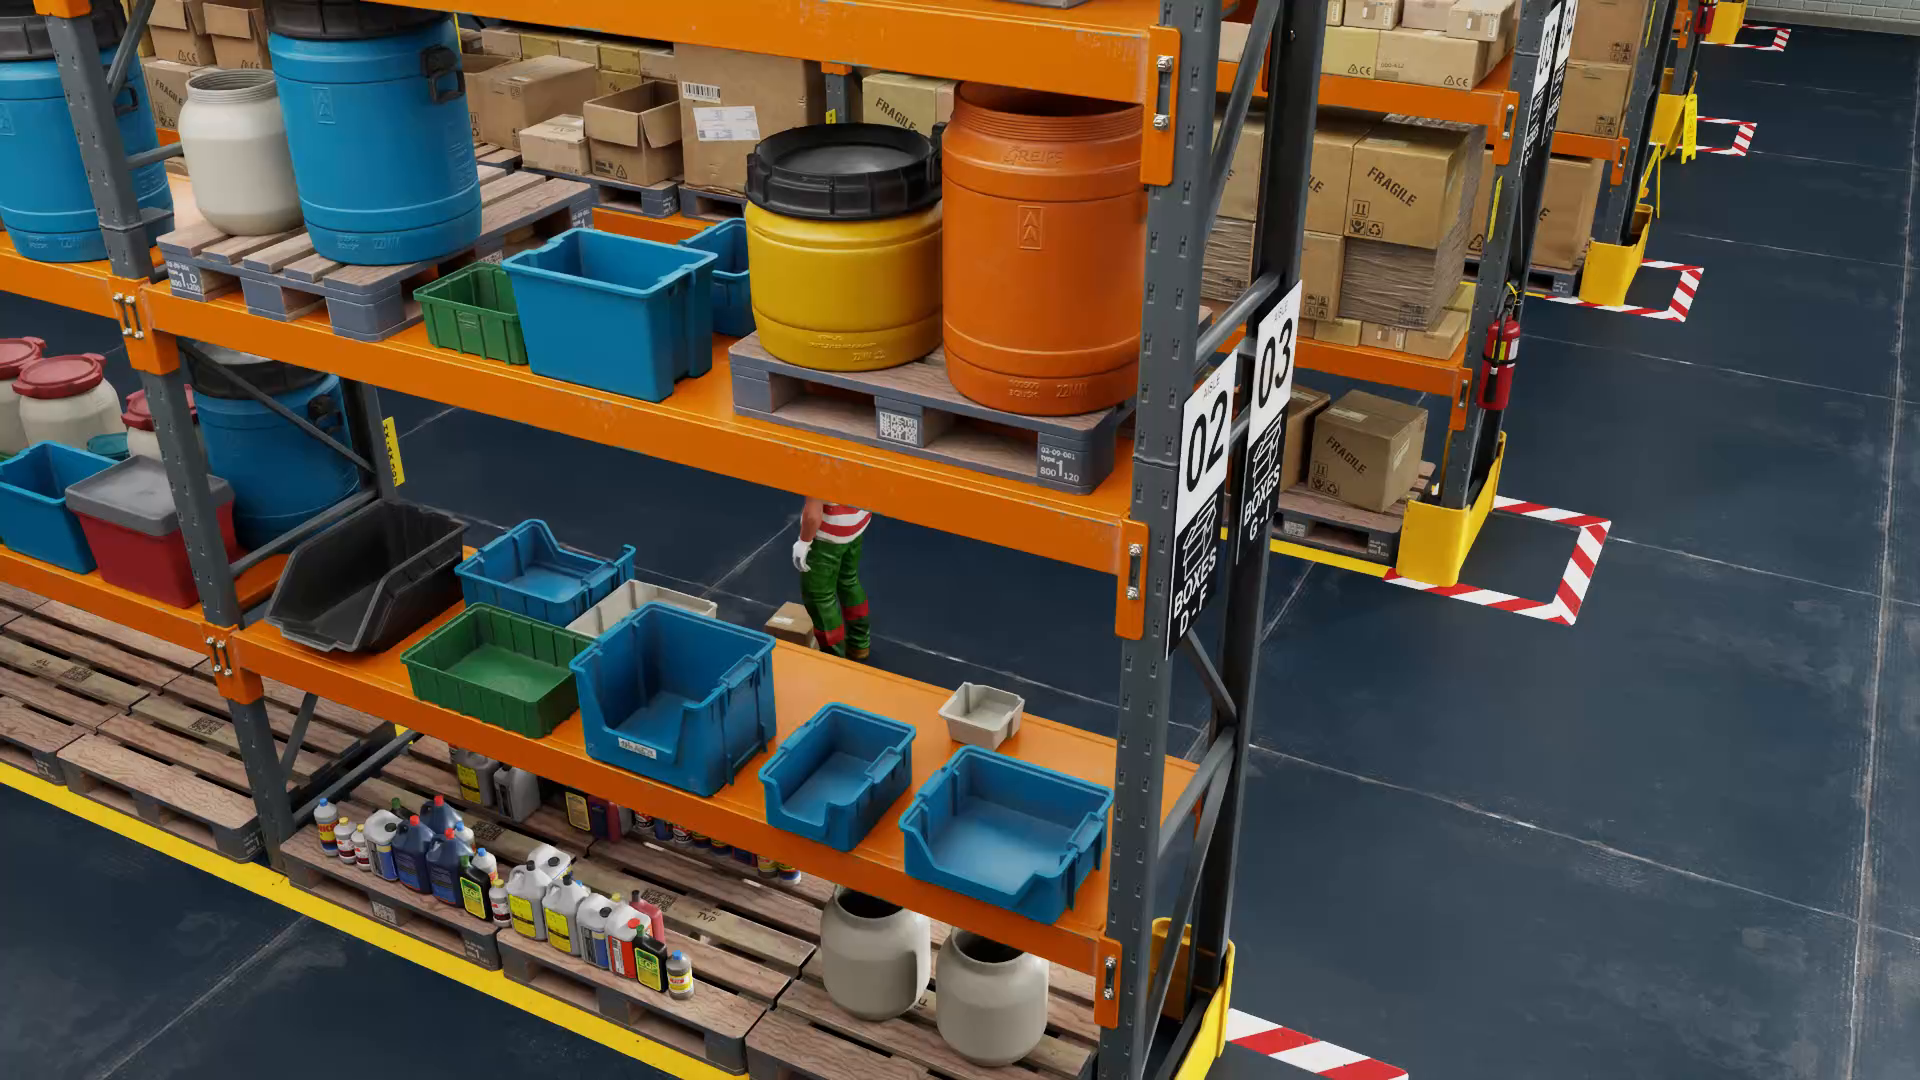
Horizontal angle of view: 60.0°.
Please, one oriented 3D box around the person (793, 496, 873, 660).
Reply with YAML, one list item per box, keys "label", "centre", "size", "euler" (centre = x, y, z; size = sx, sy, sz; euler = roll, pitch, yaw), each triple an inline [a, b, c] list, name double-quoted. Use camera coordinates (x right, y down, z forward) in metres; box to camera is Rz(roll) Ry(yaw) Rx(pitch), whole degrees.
- label: "person"
  centre: [-0.674, -0.086, 8.431]
  size: [0.451, 1.778, 0.612]
  euler: [12, 32, 20]
